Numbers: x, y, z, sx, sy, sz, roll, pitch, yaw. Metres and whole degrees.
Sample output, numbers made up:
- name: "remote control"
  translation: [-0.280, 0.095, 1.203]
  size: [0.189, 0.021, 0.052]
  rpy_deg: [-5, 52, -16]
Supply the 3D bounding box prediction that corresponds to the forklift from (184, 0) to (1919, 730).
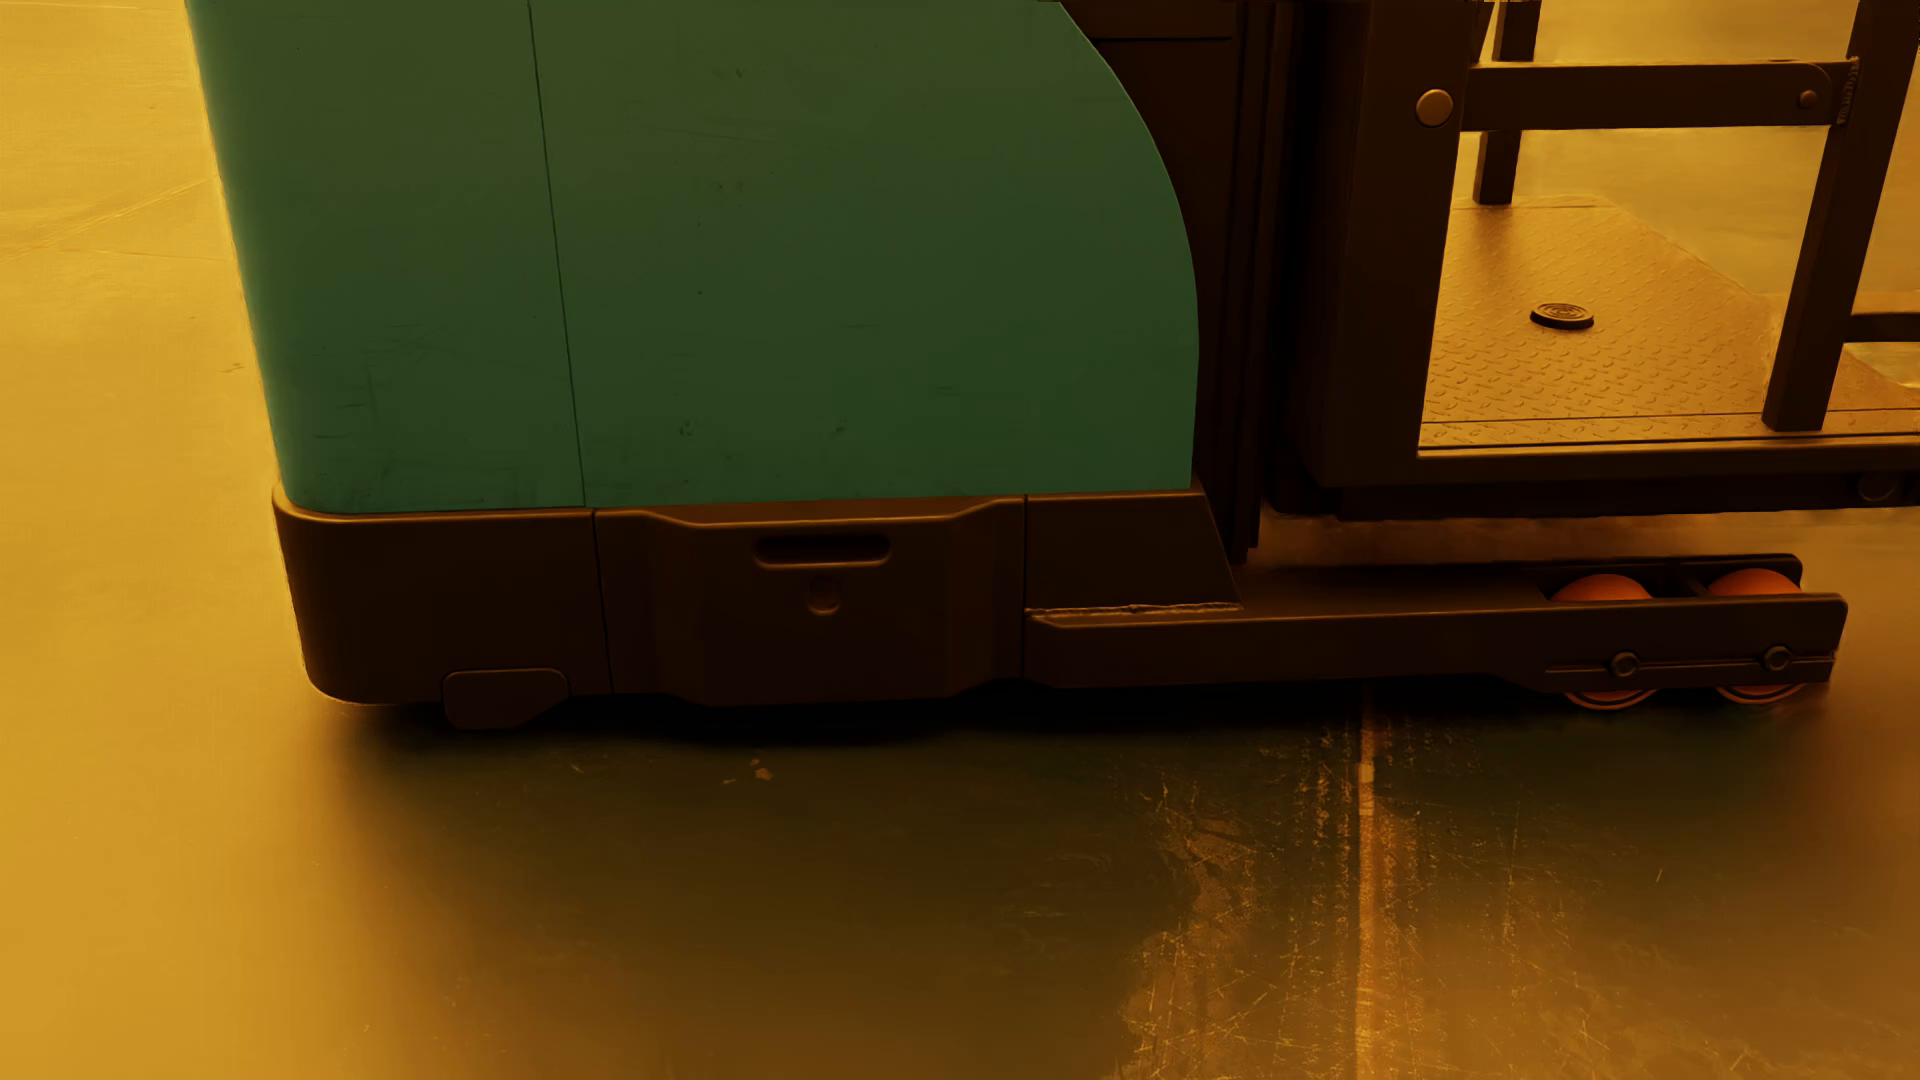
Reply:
- name: "forklift"
  translation: [0.681, -1.333, 1.889]
  size: [3.031, 2.935, 1.130]
  rpy_deg: [-2, 27, -4]
